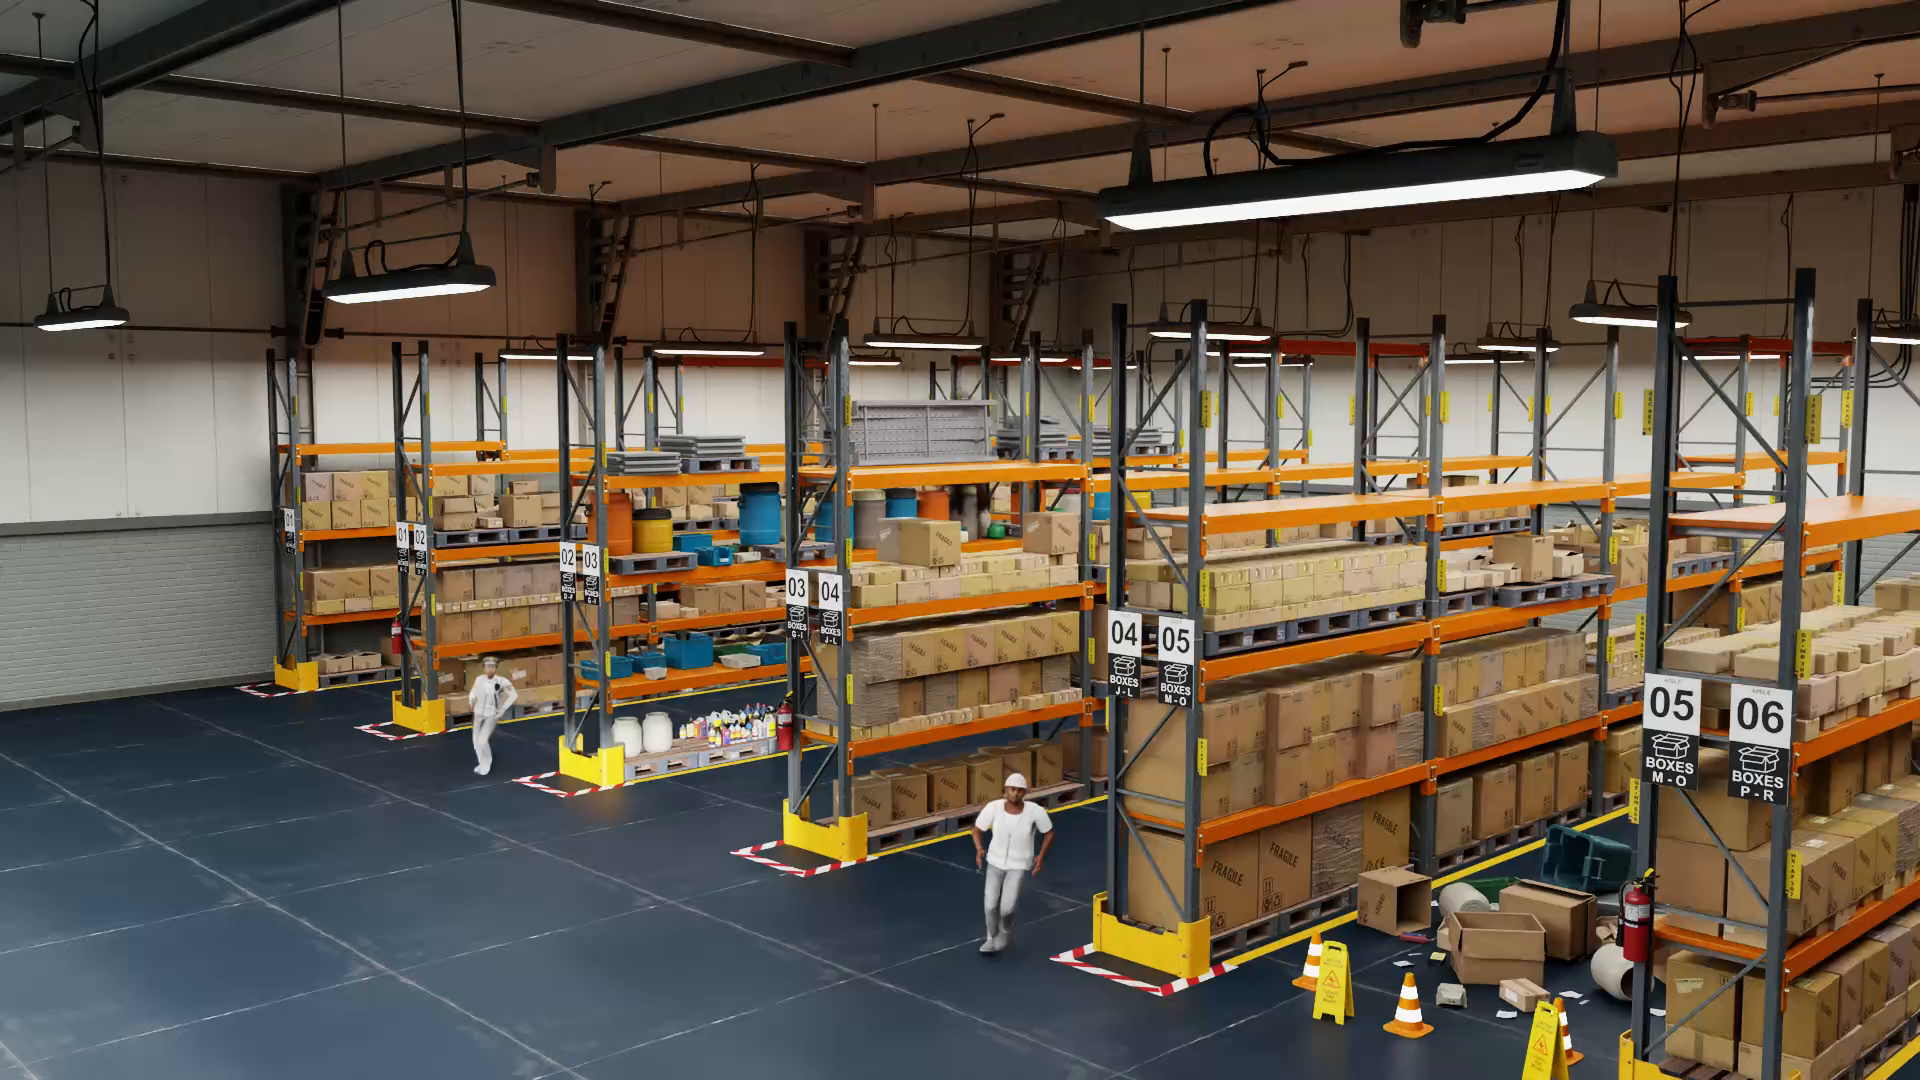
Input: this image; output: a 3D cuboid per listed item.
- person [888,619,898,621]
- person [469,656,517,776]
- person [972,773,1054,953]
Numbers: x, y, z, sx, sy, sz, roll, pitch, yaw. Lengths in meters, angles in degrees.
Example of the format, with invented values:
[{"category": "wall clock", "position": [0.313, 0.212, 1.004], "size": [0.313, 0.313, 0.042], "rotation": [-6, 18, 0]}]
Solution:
[{"category": "person", "position": [-1.327, 1.802, 29.079], "size": [0.651, 1.684, 0.602], "rotation": [3, 6, 31]}, {"category": "person", "position": [-6.406, 2.392, 22.604], "size": [0.623, 1.647, 0.590], "rotation": [1, 5, 14]}, {"category": "person", "position": [0.455, 2.984, 15.268], "size": [0.740, 1.705, 0.544], "rotation": [1, 5, 15]}]
